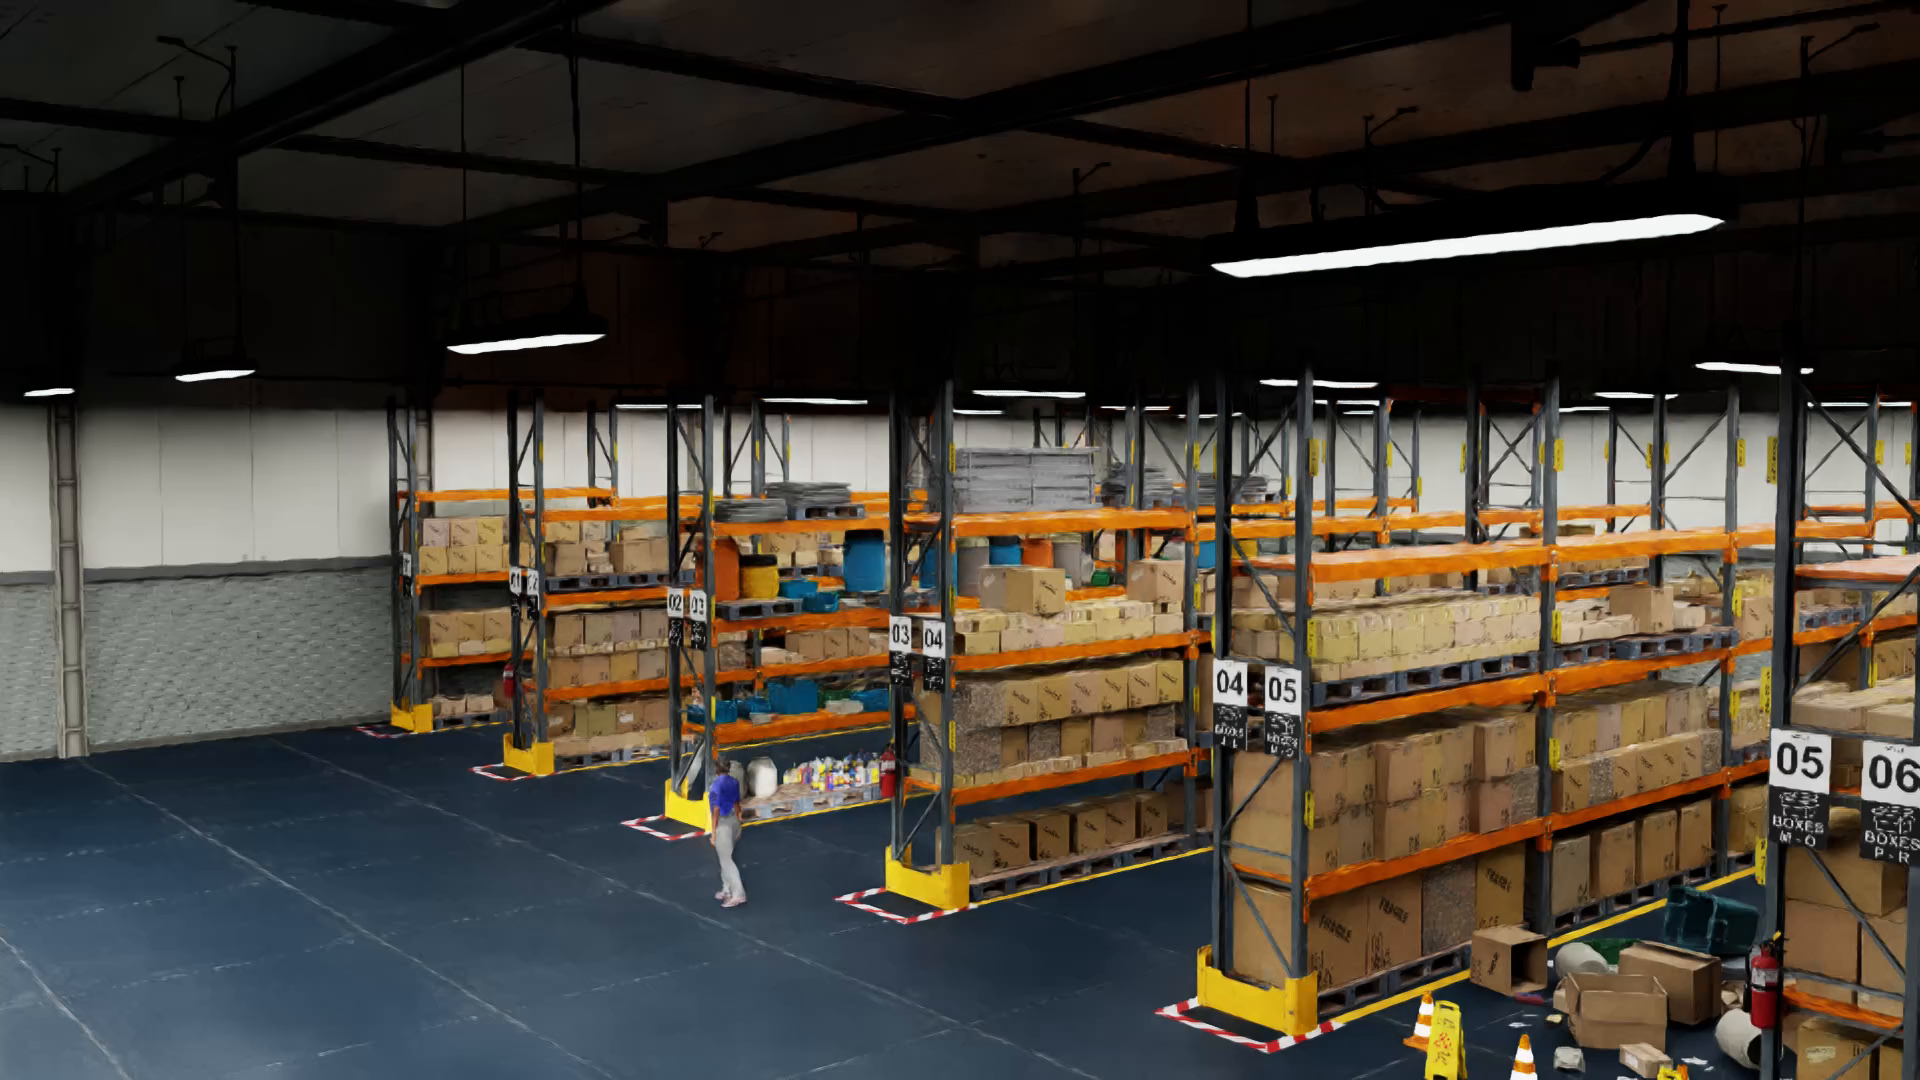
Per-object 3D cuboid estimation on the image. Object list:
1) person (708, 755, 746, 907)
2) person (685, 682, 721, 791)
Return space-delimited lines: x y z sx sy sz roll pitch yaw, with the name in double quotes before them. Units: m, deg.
"person" -2.607 3.263 18.707 0.511 1.636 0.568 2 4 26
"person" -3.867 2.897 24.820 1.097 1.585 0.449 -3 4 -42
